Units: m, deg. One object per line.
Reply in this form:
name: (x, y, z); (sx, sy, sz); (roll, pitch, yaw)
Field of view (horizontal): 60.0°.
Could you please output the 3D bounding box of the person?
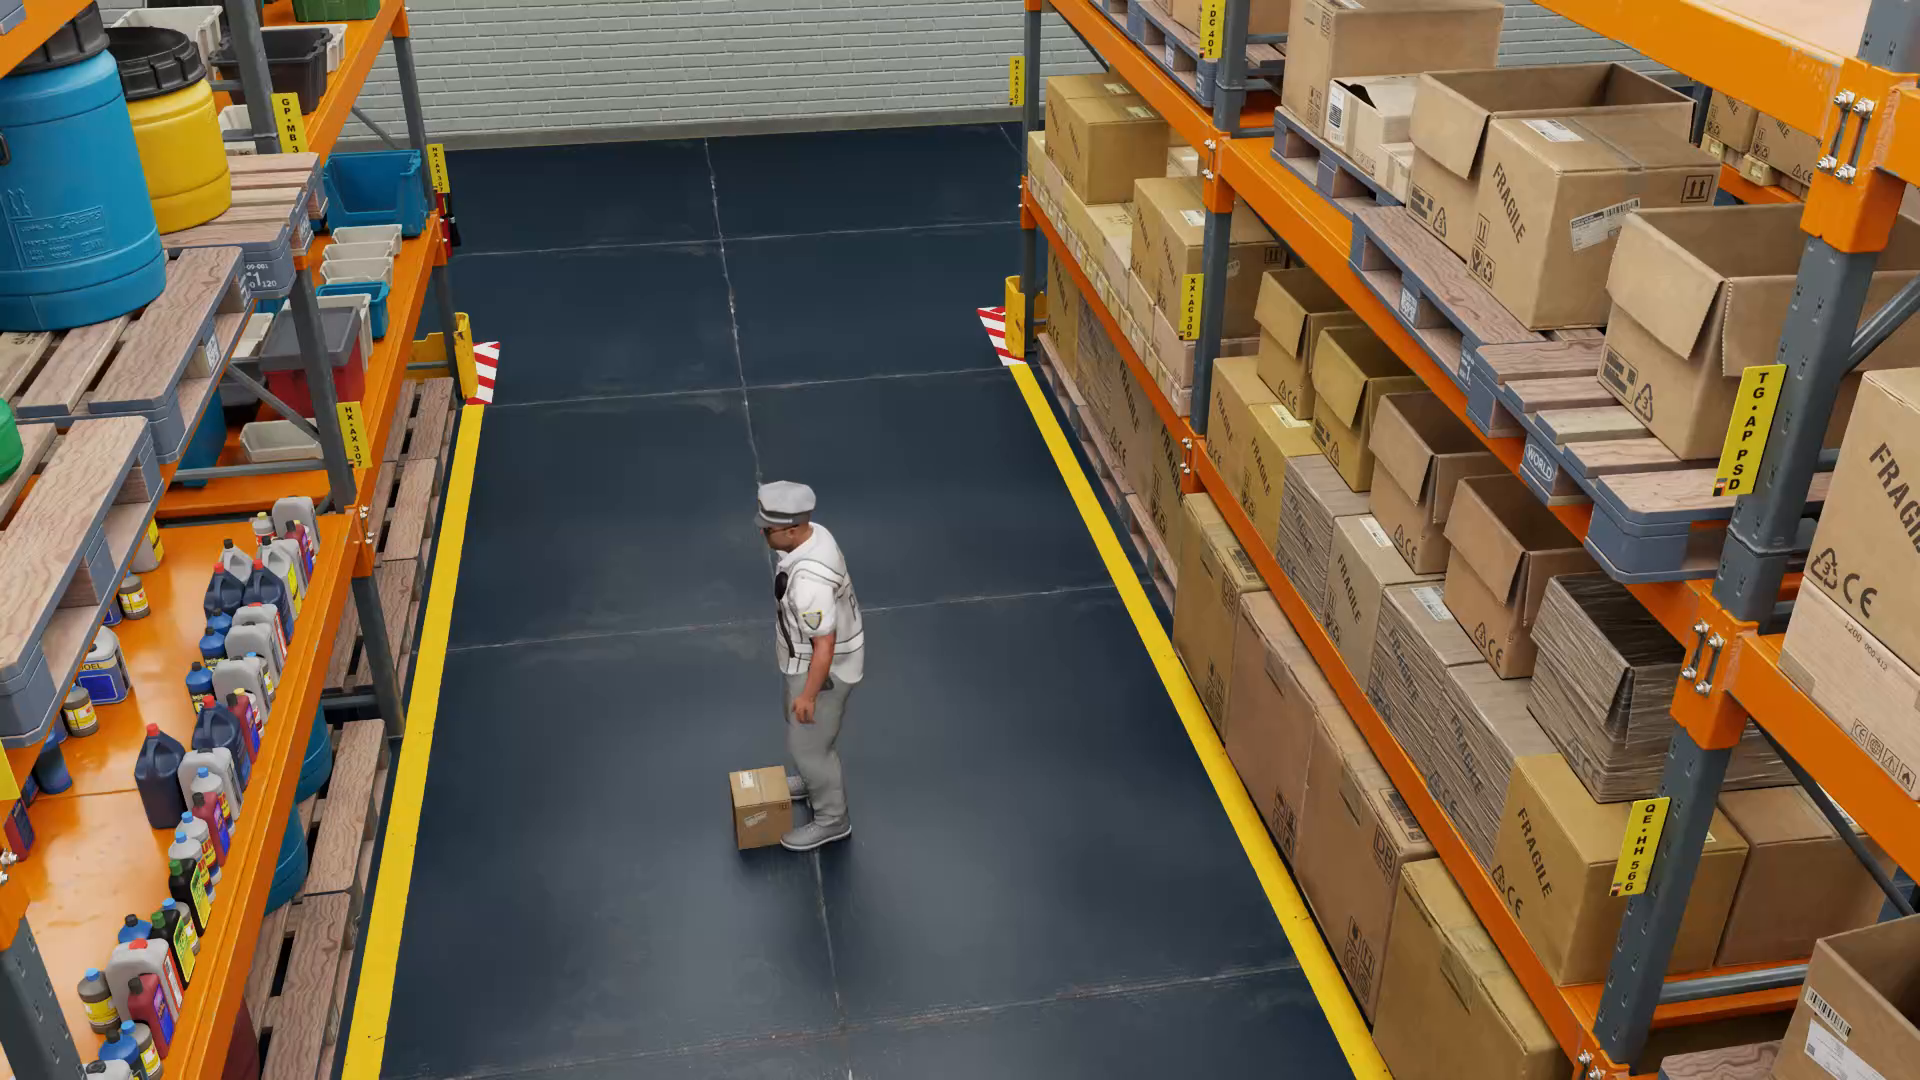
person: (-0.636, 0.534, 7.224); (0.436, 1.746, 0.586); (-5, 31, -9)
